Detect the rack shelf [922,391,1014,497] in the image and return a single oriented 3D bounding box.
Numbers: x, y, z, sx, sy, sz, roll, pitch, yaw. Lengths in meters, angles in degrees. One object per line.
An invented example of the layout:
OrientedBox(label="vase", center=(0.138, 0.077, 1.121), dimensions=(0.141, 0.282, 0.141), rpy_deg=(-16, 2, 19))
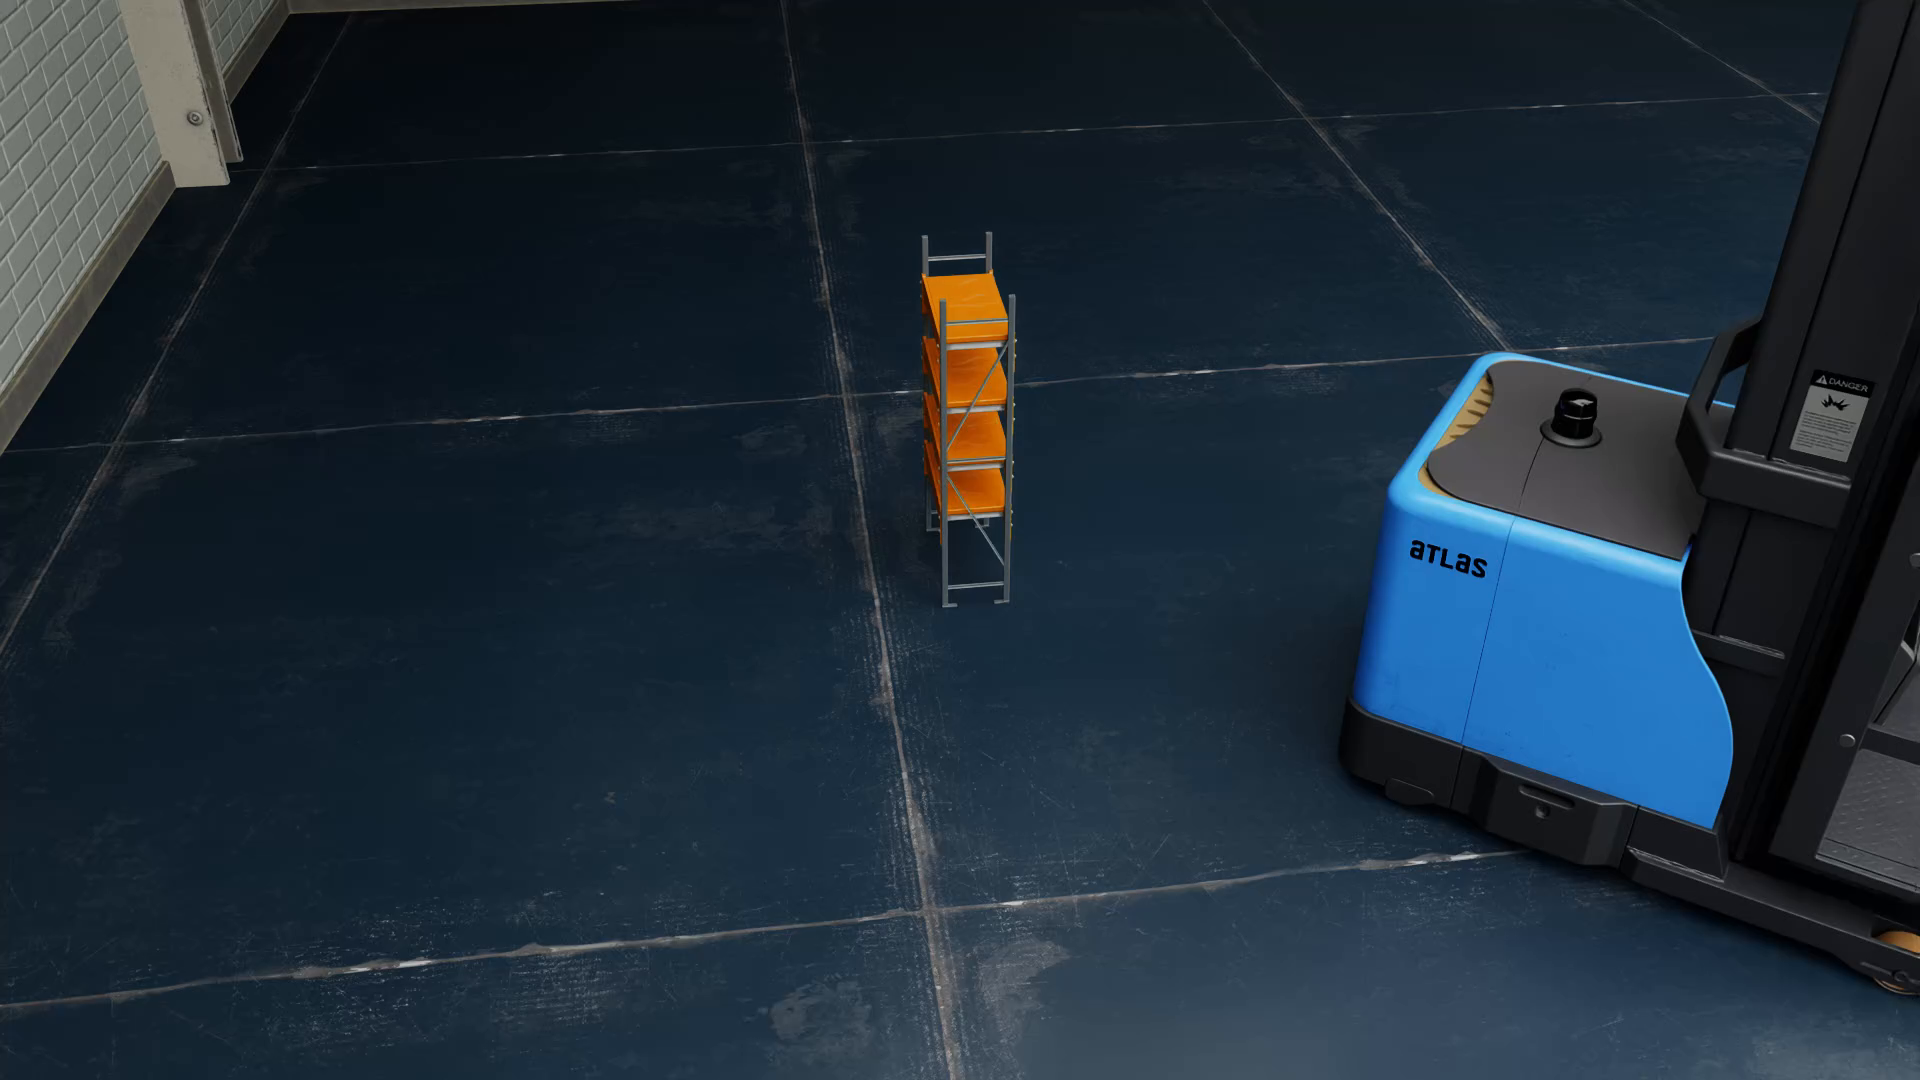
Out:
OrientedBox(label="rack shelf", center=(0.022, -0.348, 5.814), dimensions=(0.258, 0.148, 0.480), rpy_deg=(-4, 35, -6))

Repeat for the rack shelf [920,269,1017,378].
OrientedBox(label="rack shelf", center=(0.022, -0.728, 5.555), dimensions=(0.258, 0.148, 0.480), rpy_deg=(-4, 35, -6))

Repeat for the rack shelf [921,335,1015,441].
OrientedBox(label="rack shelf", center=(0.022, -0.533, 5.688), dimensions=(0.258, 0.148, 0.480), rpy_deg=(-4, 35, -6))

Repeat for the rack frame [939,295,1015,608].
OrientedBox(label="rack frame", center=(0.055, -0.267, 5.577), dimensions=(0.240, 1.200, 0.015), rpy_deg=(-4, 35, -6))

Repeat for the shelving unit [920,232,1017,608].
OrientedBox(label="shelving unit", center=(0.022, -0.403, 5.777), dimensions=(0.258, 1.200, 0.503), rpy_deg=(-4, 35, -6))

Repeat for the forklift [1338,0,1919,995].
OrientedBox(label="forklift", center=(2.701, -0.283, 4.063), dimensions=(3.031, 2.935, 1.130), rpy_deg=(18, 38, 25))

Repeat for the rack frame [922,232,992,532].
OrientedBox(label="rack frame", center=(-0.011, -0.540, 5.976), dimensions=(0.240, 1.200, 0.015), rpy_deg=(-4, 35, -6))

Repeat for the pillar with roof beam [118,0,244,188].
OrientedBox(label="pillar with roof beam", center=(0.079, -6.088, 7.193), dimensions=(9.100, 9.000, 0.400), rpy_deg=(-4, 35, -6))

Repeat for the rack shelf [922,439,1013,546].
OrientedBox(label="rack shelf", center=(0.022, -0.184, 5.926), dimensions=(0.258, 0.148, 0.480), rpy_deg=(-4, 35, -6))
